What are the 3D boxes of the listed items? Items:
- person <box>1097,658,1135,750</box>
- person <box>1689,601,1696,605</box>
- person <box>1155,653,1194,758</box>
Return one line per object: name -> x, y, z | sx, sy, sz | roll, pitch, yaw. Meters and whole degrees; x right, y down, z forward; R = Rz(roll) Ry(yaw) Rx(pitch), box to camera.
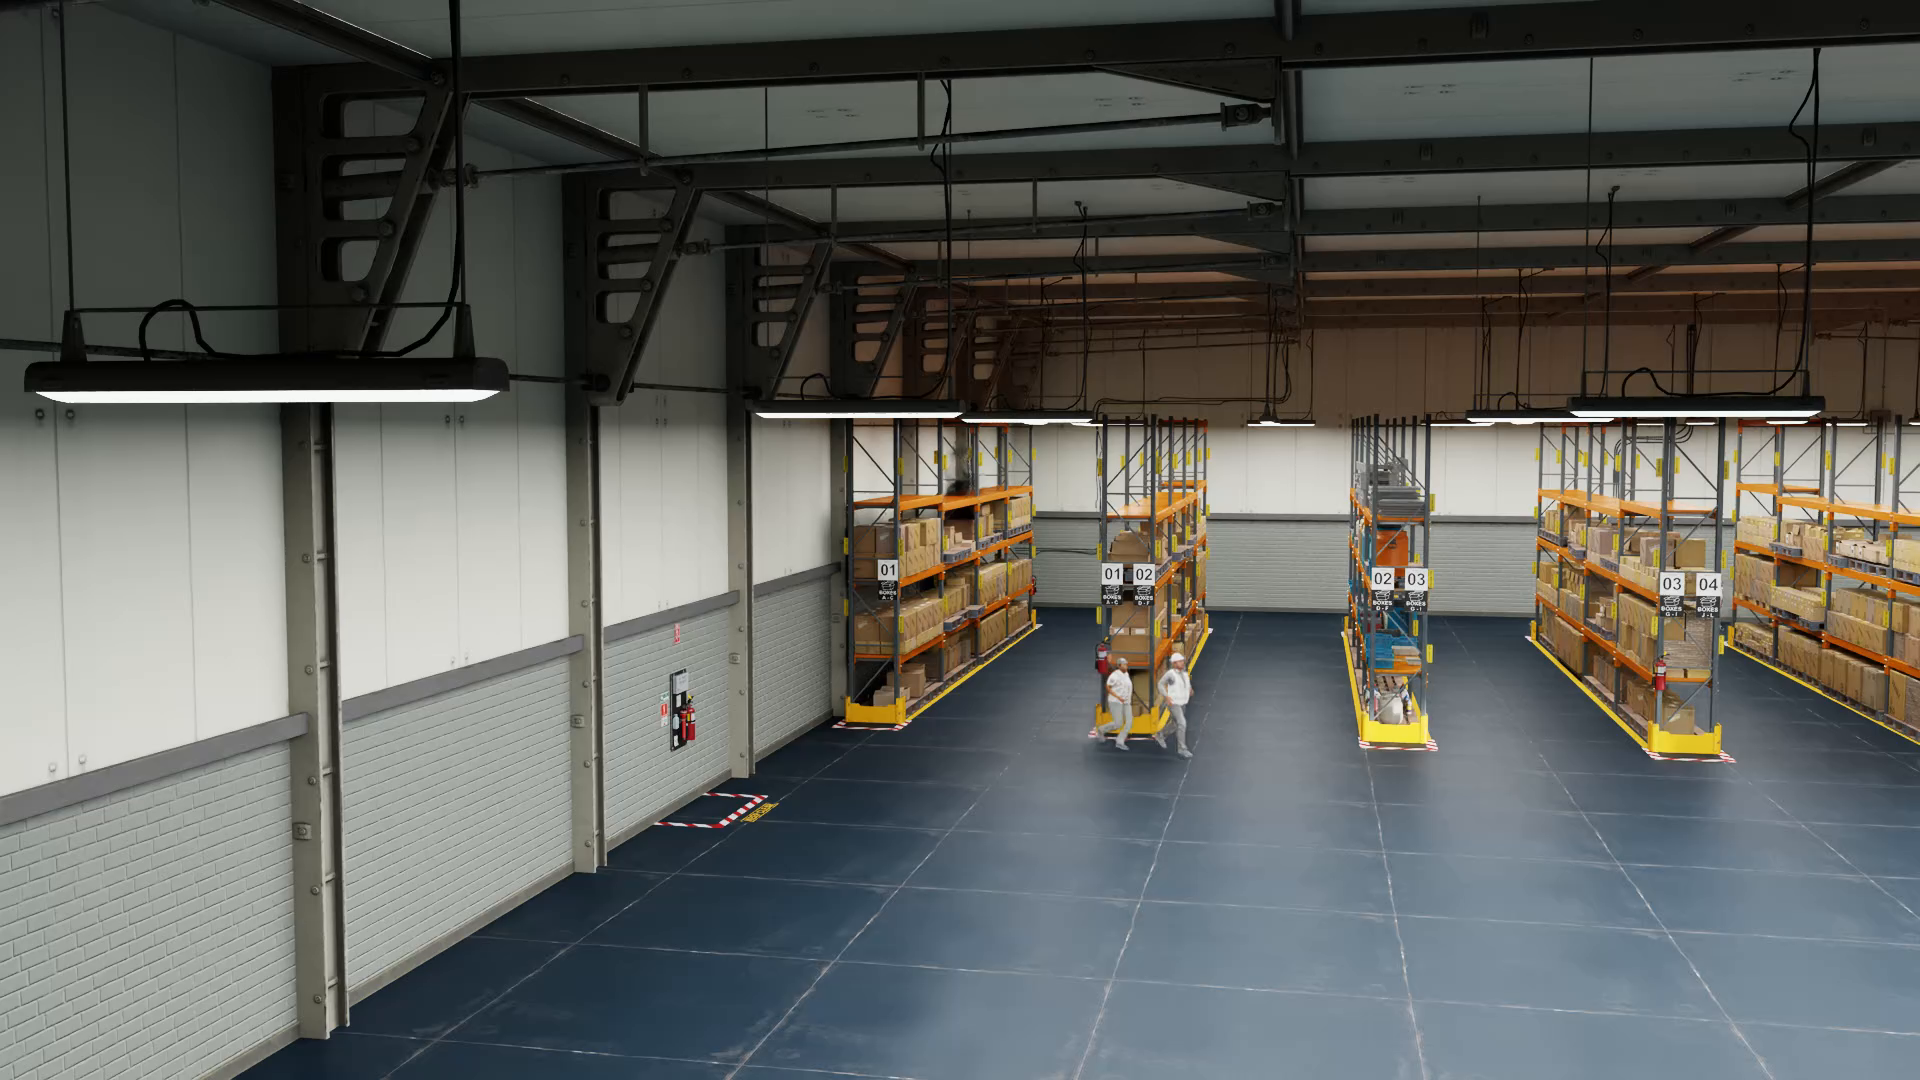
person -> 2.837, 2.930, 29.941 | 0.641, 1.636, 0.618 | 3, 5, 42
person -> 19.864, 1.884, 44.989 | 0.925, 1.699, 0.733 | -2, 4, -28
person -> 3.788, 2.868, 29.227 | 0.887, 1.791, 0.657 | 4, 5, 43
